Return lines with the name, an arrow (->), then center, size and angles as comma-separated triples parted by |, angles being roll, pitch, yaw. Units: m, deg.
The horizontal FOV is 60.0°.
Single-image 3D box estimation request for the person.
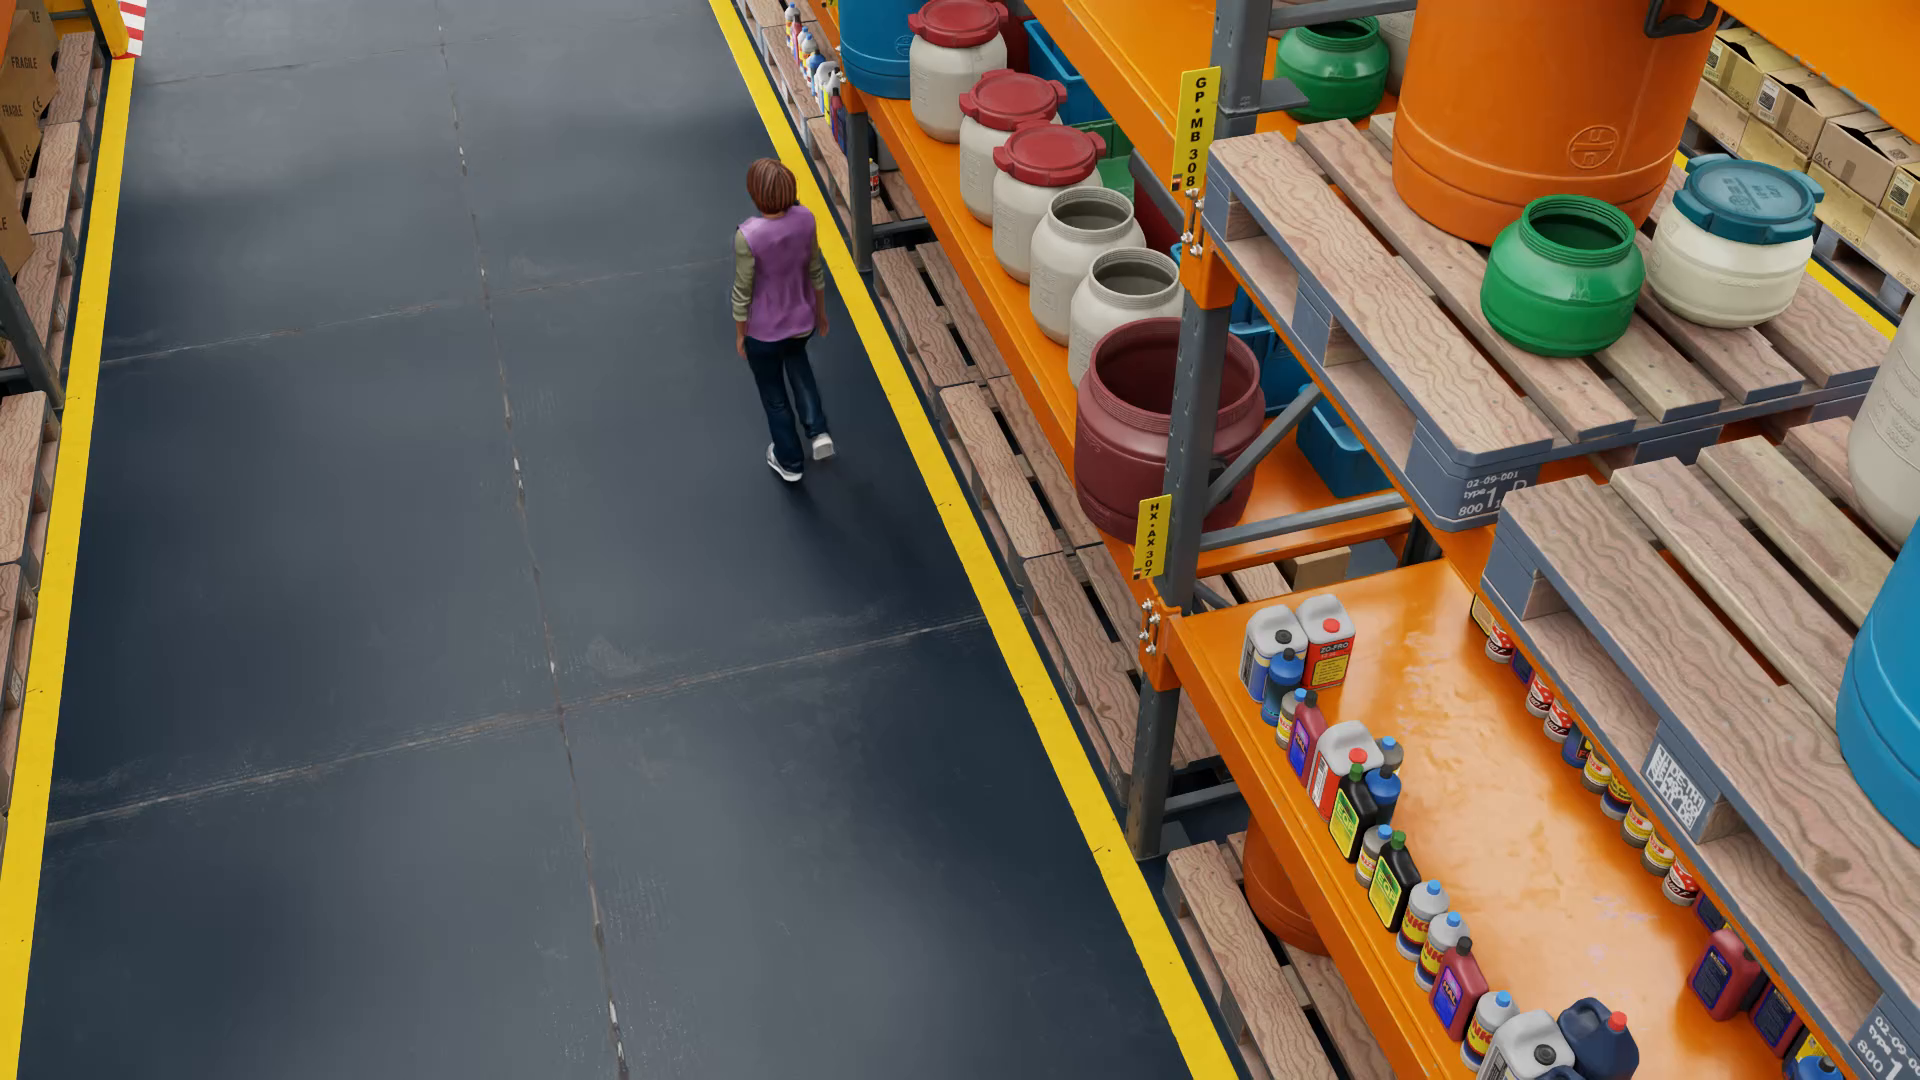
person -> -0.780, -0.936, 7.138 | 0.434, 1.595, 0.427 | -24, 48, -24
